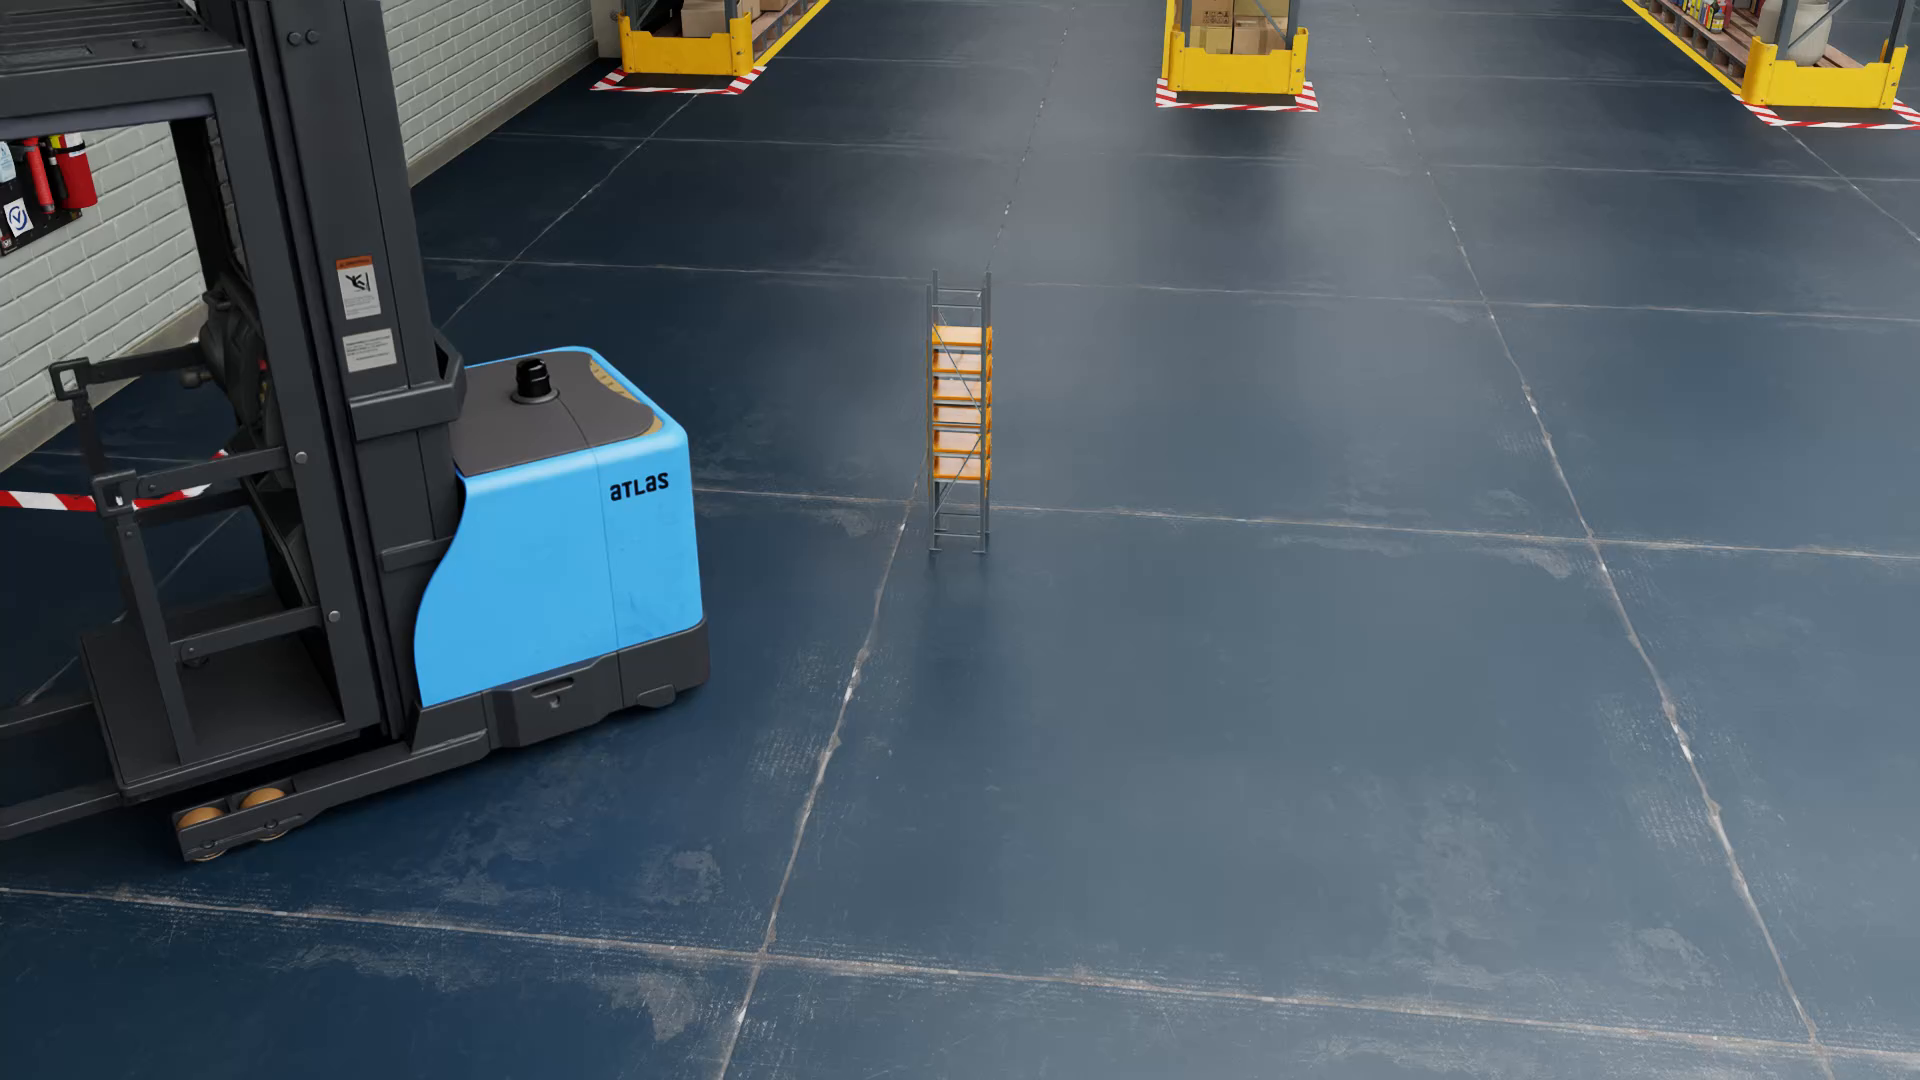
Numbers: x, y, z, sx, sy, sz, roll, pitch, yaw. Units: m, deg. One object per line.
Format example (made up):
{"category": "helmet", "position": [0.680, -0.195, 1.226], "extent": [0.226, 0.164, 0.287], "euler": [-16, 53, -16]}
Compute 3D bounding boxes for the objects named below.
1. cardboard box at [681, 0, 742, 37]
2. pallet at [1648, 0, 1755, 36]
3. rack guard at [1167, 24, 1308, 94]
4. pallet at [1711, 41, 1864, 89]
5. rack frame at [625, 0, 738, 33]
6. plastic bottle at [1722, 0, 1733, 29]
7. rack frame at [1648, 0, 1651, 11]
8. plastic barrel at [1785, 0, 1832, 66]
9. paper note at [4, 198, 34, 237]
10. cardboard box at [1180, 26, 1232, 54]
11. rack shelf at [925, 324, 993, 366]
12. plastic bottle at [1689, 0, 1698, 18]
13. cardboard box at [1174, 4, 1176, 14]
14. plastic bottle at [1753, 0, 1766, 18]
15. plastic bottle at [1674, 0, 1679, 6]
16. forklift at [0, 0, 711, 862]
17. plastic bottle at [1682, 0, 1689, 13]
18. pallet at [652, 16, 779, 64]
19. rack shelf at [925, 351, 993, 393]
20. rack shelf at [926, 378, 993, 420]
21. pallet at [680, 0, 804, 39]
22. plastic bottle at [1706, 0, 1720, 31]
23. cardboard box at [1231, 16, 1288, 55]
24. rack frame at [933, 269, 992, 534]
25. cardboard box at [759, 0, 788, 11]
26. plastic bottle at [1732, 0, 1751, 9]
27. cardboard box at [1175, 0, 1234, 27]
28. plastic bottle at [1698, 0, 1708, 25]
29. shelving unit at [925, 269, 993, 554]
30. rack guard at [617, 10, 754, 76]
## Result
{"category": "cardboard box", "position": [-2.327, -4.926, 15.602], "extent": [0.500, 0.311, 0.500], "euler": [0, 28, 0]}
{"category": "pallet", "position": [7.698, -5.361, 16.979], "extent": [1.003, 0.211, 1.213], "euler": [3, 28, 6]}
{"category": "rack guard", "position": [2.413, -4.198, 14.515], "extent": [1.175, 0.500, 0.348], "euler": [3, 28, 6]}
{"category": "pallet", "position": [7.399, -4.213, 14.847], "extent": [1.003, 0.211, 1.213], "euler": [3, 28, 6]}
{"category": "rack frame", "position": [-2.501, -5.596, 14.474], "extent": [1.000, 3.000, 0.127], "euler": [3, 28, 6]}
{"category": "plastic bottle", "position": [7.285, -5.019, 15.803], "extent": [0.061, 0.283, 0.133], "euler": [3, 28, 6]}
{"category": "rack frame", "position": [7.822, -6.903, 16.900], "extent": [1.000, 3.000, 0.127], "euler": [3, 28, 6]}
{"category": "plastic barrel", "position": [7.337, -4.424, 14.479], "extent": [0.421, 0.512, 0.421], "euler": [0, 28, 0]}
{"category": "paper note", "position": [-4.439, -1.523, 7.843], "extent": [0.016, 0.148, 0.142], "euler": [3, 28, 6]}
{"category": "cardboard box", "position": [2.189, -4.554, 14.996], "extent": [0.500, 0.250, 0.500], "euler": [3, 28, 6]}
{"category": "rack shelf", "position": [-0.002, -0.799, 6.803], "extent": [0.258, 0.103, 0.180], "euler": [3, 28, 6]}
{"category": "plastic bottle", "position": [7.236, -5.285, 16.227], "extent": [0.144, 0.351, 0.185], "euler": [3, 28, 6]}
{"category": "cardboard box", "position": [2.297, -5.025, 15.871], "extent": [0.500, 0.250, 0.500], "euler": [3, 28, 6]}
{"category": "plastic bottle", "position": [7.836, -5.268, 16.266], "extent": [0.061, 0.283, 0.133], "euler": [3, 28, 6]}
{"category": "plastic bottle", "position": [7.311, -5.574, 16.764], "extent": [0.144, 0.351, 0.185], "euler": [4, 29, 8]}
{"category": "forklift", "position": [-2.448, -0.548, 5.177], "extent": [3.031, 2.935, 1.130], "euler": [-16, 32, -28]}
{"category": "plastic bottle", "position": [7.226, -5.381, 16.475], "extent": [0.061, 0.283, 0.133], "euler": [5, 29, 8]}
{"category": "pallet", "position": [-2.357, -4.784, 15.908], "extent": [1.003, 0.211, 1.213], "euler": [3, 28, 6]}
{"category": "rack shelf", "position": [-0.002, -0.694, 6.860], "extent": [0.258, 0.103, 0.180], "euler": [3, 28, 6]}
{"category": "rack shelf", "position": [-0.002, -0.588, 6.917], "extent": [0.258, 0.103, 0.180], "euler": [3, 28, 6]}
{"category": "pallet", "position": [-2.205, -5.357, 16.971], "extent": [1.003, 0.211, 1.213], "euler": [3, 28, 6]}
{"category": "plastic bottle", "position": [7.118, -4.964, 15.701], "extent": [0.061, 0.283, 0.133], "euler": [4, 29, 7]}
{"category": "cardboard box", "position": [2.703, -4.523, 14.940], "extent": [0.500, 0.250, 0.500], "euler": [3, 28, 6]}
{"category": "rack frame", "position": [0.009, -0.564, 7.033], "extent": [0.240, 1.200, 0.006], "euler": [3, 28, 6]}
{"category": "cardboard box", "position": [-2.117, -5.620, 16.691], "extent": [0.700, 0.500, 0.500], "euler": [2, 28, 3]}
{"category": "plastic bottle", "position": [7.855, -5.484, 16.674], "extent": [0.152, 0.276, 0.135], "euler": [3, 28, 6]}
{"category": "cardboard box", "position": [2.187, -4.884, 14.818], "extent": [0.500, 0.500, 0.500], "euler": [3, 28, 6]}
{"category": "plastic bottle", "position": [7.197, -5.087, 15.937], "extent": [0.152, 0.276, 0.135], "euler": [3, 28, 5]}
{"category": "shelving unit", "position": [-0.002, -0.521, 6.953], "extent": [0.258, 1.200, 0.189], "euler": [3, 28, 6]}
{"category": "rack guard", "position": [-2.491, -4.531, 15.133], "extent": [1.175, 0.500, 0.348], "euler": [3, 28, 6]}
